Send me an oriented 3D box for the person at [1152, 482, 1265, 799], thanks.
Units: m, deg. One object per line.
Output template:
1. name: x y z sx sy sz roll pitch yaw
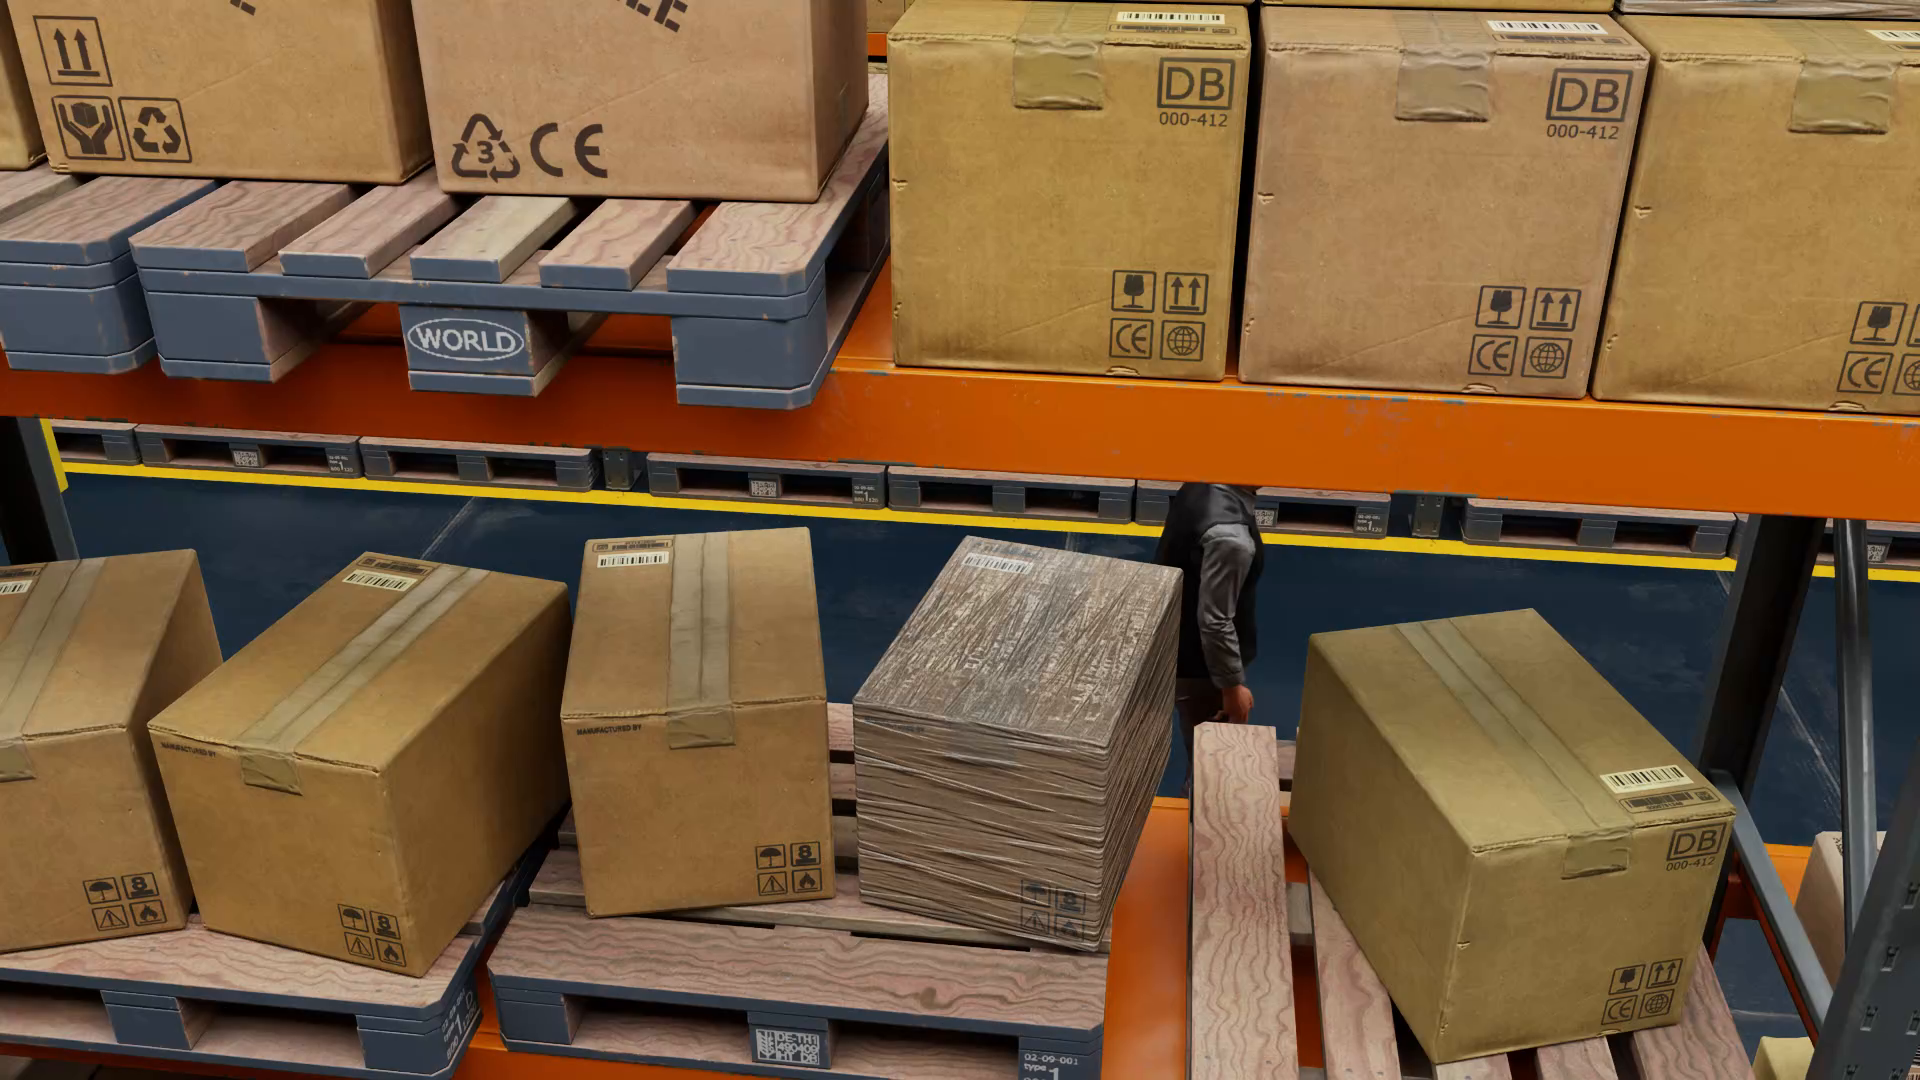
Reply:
1. person: 0.841 0.376 5.446 0.465 1.722 0.591 2 28 4
